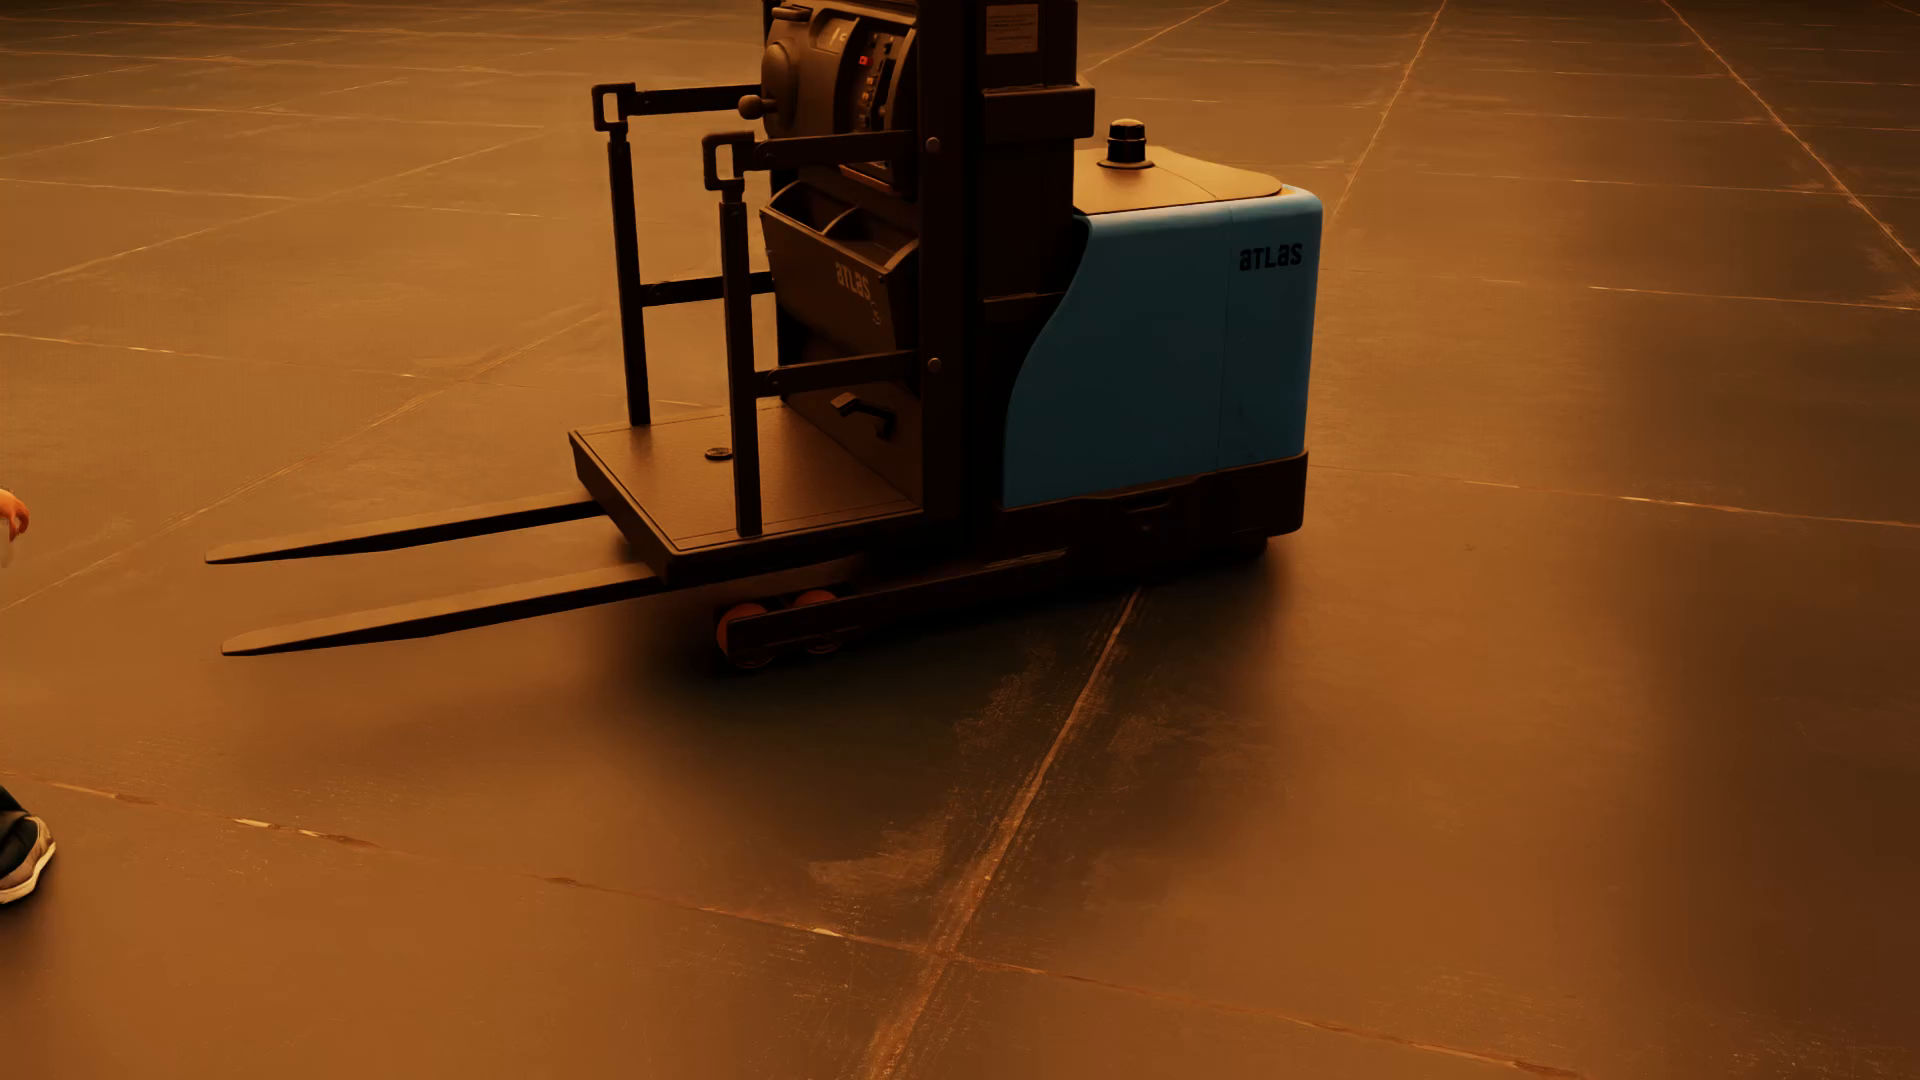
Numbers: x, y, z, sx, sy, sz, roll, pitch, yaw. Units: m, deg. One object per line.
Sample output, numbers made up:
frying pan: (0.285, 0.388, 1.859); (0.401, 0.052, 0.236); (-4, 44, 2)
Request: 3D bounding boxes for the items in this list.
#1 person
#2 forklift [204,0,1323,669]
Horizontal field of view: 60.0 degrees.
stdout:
person: (-2.185, 0.045, 3.074); (0.705, 1.467, 0.511); (-1, 22, -2)
forklift: (-0.513, -1.251, 4.309); (3.031, 2.935, 1.130); (-11, 25, -24)
